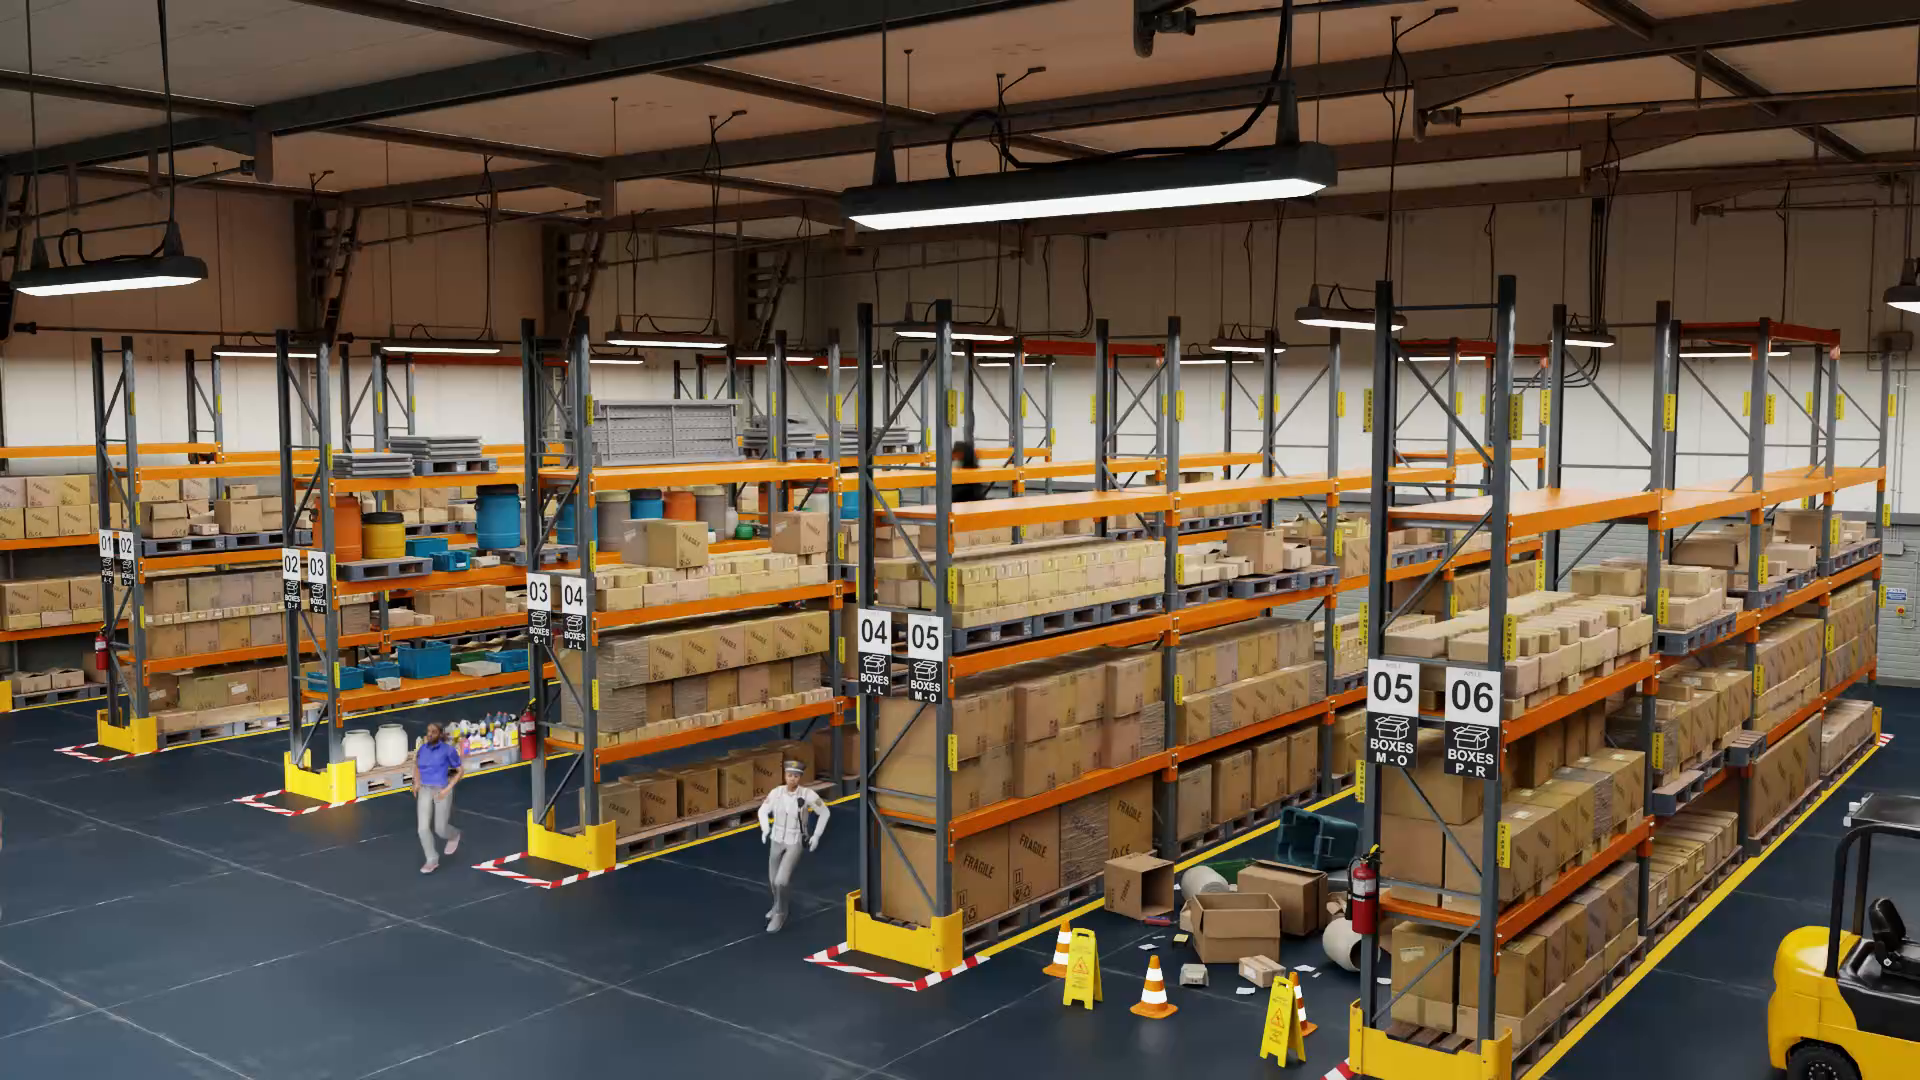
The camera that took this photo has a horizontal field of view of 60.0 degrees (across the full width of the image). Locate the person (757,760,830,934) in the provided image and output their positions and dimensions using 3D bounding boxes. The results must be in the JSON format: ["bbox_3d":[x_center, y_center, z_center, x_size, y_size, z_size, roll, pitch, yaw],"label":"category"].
[{"bbox_3d":[-1.640,2.947,16.088,0.675,1.685,0.645,2,5,19],"label":"person"}]

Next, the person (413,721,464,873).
[{"bbox_3d":[-5.710,2.780,18.194,0.596,1.583,0.706,1,5,7],"label":"person"}]
